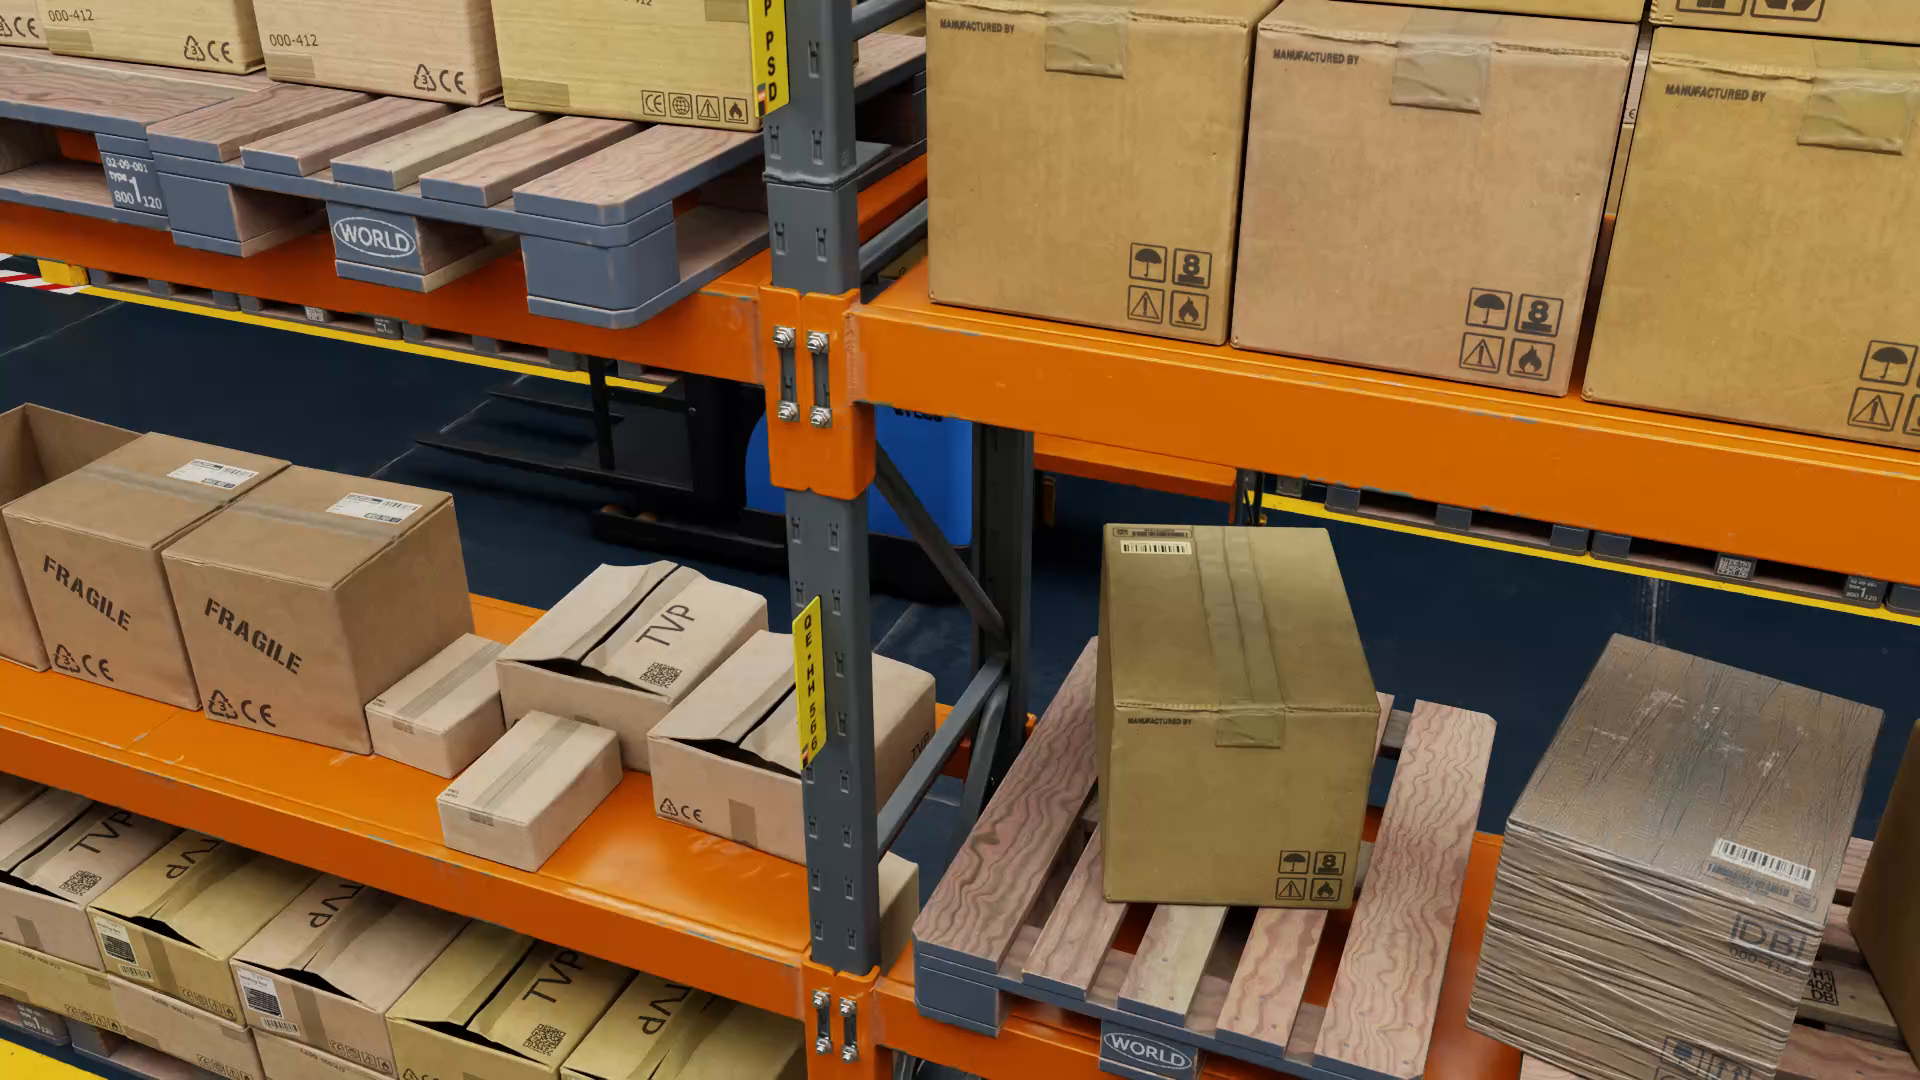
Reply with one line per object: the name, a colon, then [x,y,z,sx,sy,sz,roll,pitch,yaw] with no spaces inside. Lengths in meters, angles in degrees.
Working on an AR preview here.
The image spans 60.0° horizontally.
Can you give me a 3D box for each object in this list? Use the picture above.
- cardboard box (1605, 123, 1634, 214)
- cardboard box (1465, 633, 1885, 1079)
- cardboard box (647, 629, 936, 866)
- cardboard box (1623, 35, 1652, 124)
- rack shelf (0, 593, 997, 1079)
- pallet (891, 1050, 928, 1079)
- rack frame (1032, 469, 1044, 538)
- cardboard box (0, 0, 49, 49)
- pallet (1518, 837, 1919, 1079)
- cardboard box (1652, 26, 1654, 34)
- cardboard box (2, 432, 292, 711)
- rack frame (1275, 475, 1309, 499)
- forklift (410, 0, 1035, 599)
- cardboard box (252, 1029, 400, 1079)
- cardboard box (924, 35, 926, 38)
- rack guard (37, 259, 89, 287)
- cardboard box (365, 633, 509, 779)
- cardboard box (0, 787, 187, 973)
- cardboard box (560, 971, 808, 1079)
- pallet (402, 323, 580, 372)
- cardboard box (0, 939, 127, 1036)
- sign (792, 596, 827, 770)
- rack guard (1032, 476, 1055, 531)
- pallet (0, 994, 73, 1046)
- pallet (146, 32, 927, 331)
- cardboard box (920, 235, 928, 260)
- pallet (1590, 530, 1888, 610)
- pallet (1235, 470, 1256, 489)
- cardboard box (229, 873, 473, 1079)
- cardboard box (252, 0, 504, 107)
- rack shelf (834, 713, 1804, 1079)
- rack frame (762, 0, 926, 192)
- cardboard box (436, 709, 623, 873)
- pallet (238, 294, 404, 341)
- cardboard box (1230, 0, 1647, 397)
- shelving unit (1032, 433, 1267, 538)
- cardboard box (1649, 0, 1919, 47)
cardboard box: [2.625,-1.618,7.139,0.500,0.500,0.500,12,32,21]
cardboard box: [1.332,0.611,3.093,0.500,0.500,0.700,18,34,28]
cardboard box: [-0.390,0.467,3.965,0.500,0.311,0.500,13,32,22]
cardboard box: [2.611,-1.951,6.967,0.500,0.250,0.500,11,31,18]
rack shelf: [-1.923,0.459,4.621,4.000,0.370,1.077,11,31,19]
pallet: [-0.818,1.560,4.776,1.213,0.211,1.003,11,31,19]
rack frame: [0.286,-0.600,7.287,0.032,1.500,0.500,11,31,18]
cardboard box: [-2.028,-1.266,3.619,0.500,0.250,0.500,9,31,15]
pallet: [1.734,0.957,3.204,1.213,0.211,1.003,11,31,19]
cardboard box: [3.260,-2.092,7.217,0.500,0.250,0.500,10,31,18]
cardboard box: [-2.119,0.072,4.473,0.500,0.500,0.500,11,31,19]
rack frame: [1.789,-1.744,7.786,0.127,3.000,1.000,11,31,19]
forklift: [-1.180,-1.466,7.364,3.031,2.935,1.130,11,31,18]
cardboard box: [-1.593,1.356,4.671,0.500,0.250,0.500,12,32,20]
cardboard box: [0.187,-2.281,8.189,0.500,0.500,0.700,11,31,19]
rack guard: [-5.553,-2.121,10.995,0.348,0.500,1.175,11,31,19]
cardboard box: [-1.273,0.415,4.223,0.250,0.149,0.380,14,32,23]
cardboard box: [-2.545,0.926,4.861,0.500,0.311,0.500,10,31,17]
cardboard box: [-0.648,1.301,4.197,0.500,0.311,0.500,12,32,20]
pallet: [-2.553,-1.378,9.973,1.213,0.211,1.003,11,31,19]
cardboard box: [-2.542,1.167,5.004,0.500,0.250,0.500,10,31,18]
sign: [-0.275,0.265,3.055,0.005,0.325,0.100,11,31,19]
rack guard: [0.304,-0.052,7.588,0.087,0.250,0.587,11,31,18]
pallet: [-3.079,1.108,5.575,1.213,0.211,1.003,11,31,19]
pallet: [-0.732,-0.793,3.248,1.003,0.211,1.213,13,32,21]
cardboard box: [0.119,-1.510,8.704,0.500,0.250,0.500,11,31,19]
pallet: [3.618,-0.123,7.753,1.213,0.211,1.003,11,31,19]
pallet: [1.066,-0.675,8.730,1.213,0.211,1.003,11,31,19]
cardboard box: [-1.598,1.113,4.529,0.500,0.311,0.500,11,31,19]
cardboard box: [-1.004,-1.055,3.245,0.500,0.250,0.500,12,32,20]
rack shelf: [1.783,1.199,3.312,4.000,0.370,1.077,11,31,19]
rack frame: [-0.070,-2.096,2.313,0.127,3.000,1.000,11,31,19]
cardboard box: [-1.007,0.585,3.922,0.250,0.149,0.380,11,31,19]
pallet: [-3.687,-1.603,10.371,1.213,0.211,1.003,11,31,19]
cardboard box: [0.820,-0.674,2.744,0.500,0.500,0.910,11,31,19]
shelving unit: [0.768,-0.507,7.123,1.083,1.500,0.587,11,31,18]
cardboard box: [1.277,-0.997,2.299,0.500,0.500,0.500,11,31,19]
